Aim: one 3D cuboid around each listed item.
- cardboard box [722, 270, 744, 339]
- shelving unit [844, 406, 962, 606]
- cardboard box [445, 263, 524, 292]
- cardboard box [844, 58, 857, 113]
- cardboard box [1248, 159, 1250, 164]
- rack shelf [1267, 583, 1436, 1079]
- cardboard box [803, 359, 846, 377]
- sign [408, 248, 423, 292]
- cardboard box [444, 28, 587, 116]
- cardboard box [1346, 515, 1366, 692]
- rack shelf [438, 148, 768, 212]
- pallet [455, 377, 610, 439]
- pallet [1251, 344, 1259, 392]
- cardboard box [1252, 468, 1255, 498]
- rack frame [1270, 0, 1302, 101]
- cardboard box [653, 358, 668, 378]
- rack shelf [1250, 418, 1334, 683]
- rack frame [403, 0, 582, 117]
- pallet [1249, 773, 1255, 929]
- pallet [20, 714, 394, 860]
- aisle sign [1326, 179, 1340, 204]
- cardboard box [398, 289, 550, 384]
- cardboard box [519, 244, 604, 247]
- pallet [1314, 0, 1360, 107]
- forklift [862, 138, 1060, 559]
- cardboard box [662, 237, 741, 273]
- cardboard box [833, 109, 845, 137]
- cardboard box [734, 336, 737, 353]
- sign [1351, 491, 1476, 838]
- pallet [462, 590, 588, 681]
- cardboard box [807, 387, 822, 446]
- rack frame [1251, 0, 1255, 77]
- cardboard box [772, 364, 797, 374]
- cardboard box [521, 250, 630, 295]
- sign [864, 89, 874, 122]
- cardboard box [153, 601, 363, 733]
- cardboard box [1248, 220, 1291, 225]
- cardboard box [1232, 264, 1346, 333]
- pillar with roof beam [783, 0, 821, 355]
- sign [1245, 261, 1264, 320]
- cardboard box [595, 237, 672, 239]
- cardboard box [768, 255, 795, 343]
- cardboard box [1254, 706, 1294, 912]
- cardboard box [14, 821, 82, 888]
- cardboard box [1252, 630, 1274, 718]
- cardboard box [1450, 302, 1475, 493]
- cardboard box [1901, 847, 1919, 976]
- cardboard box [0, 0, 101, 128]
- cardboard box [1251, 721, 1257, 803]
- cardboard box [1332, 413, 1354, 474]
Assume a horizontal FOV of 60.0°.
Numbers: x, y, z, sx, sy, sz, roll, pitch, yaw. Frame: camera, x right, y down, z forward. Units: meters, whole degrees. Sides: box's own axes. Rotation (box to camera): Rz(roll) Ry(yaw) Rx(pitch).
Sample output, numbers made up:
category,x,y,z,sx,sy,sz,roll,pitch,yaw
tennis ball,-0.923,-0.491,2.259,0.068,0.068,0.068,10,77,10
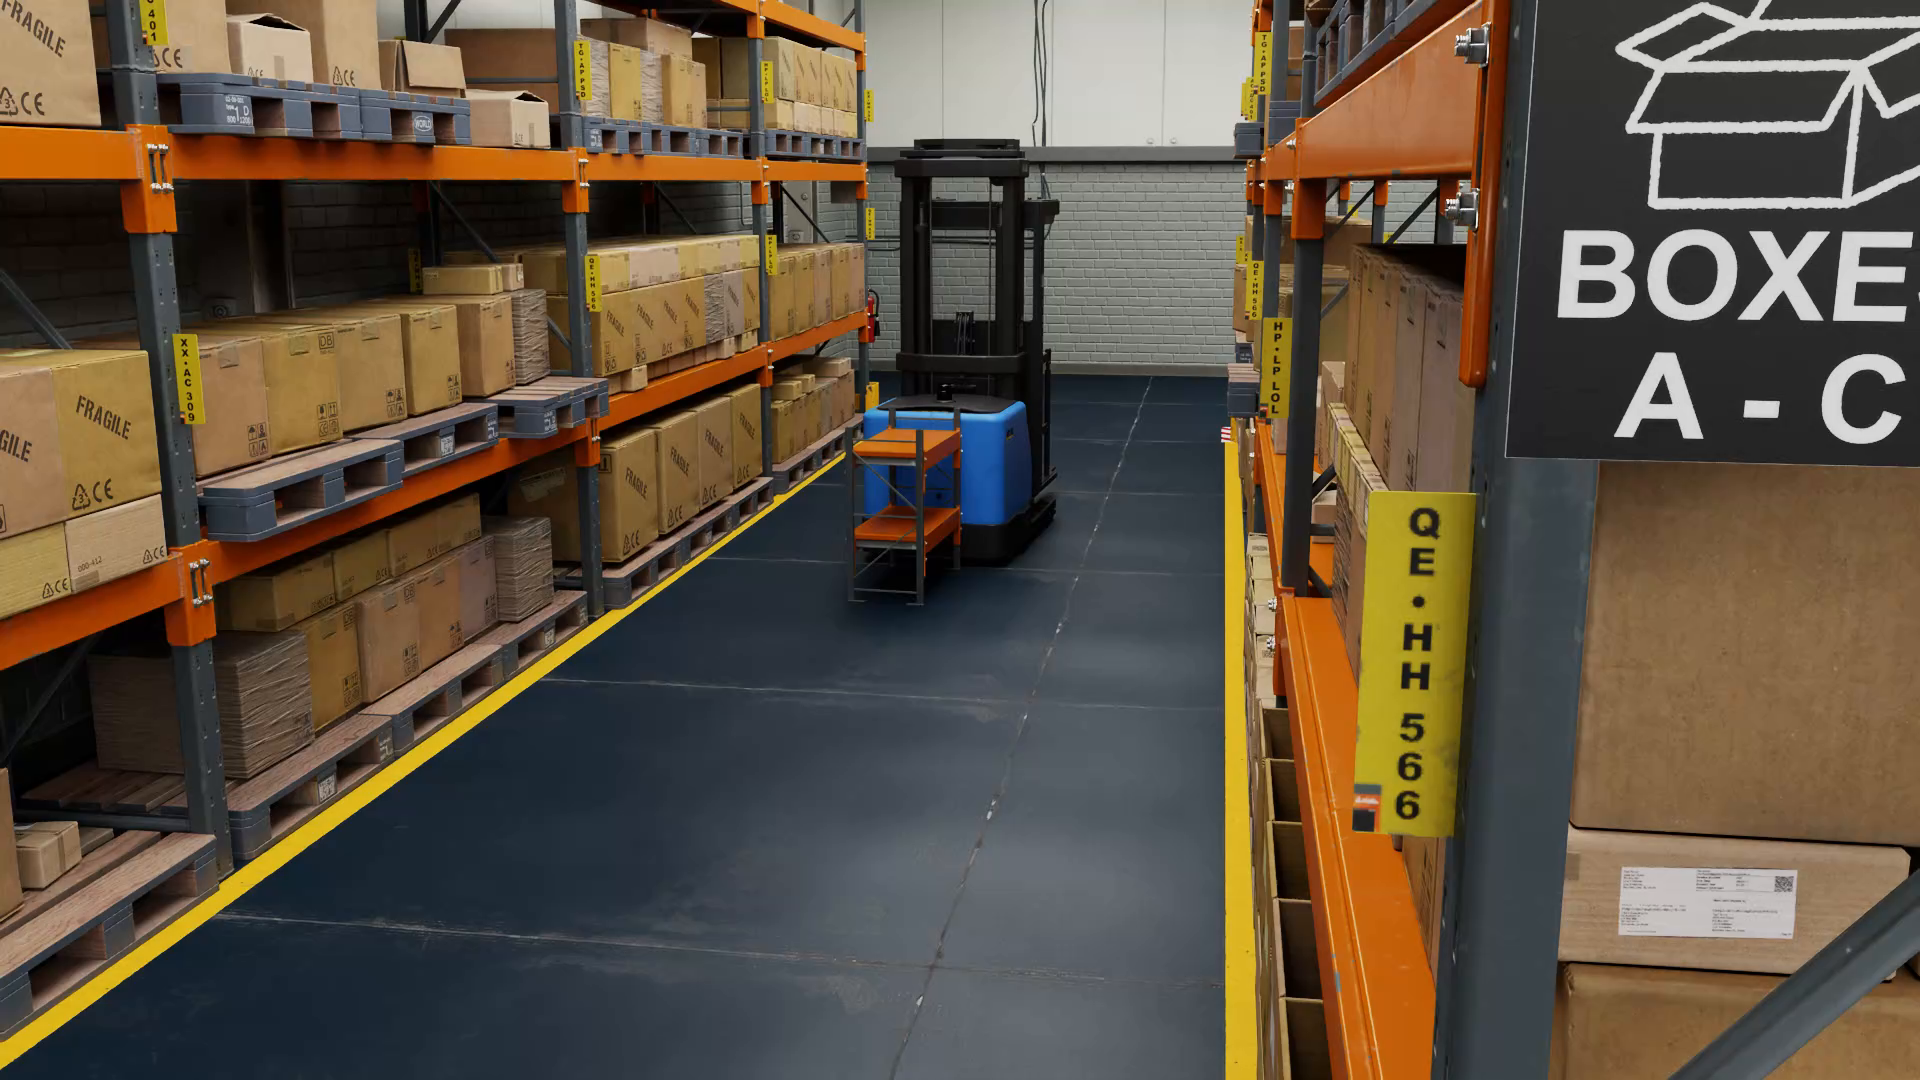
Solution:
category,x,y,z,sx,sy,sz,roll,pitch,yaw
cardboard box,-1.989,-1.832,12.884,0.500,0.500,0.500,2,12,9
shelving unit,-0.358,-0.252,10.993,0.538,1.125,1.048,3,12,13
cardboard box,-2.737,-1.514,9.579,0.380,0.149,0.250,0,12,1
cardboard box,-1.326,-4.524,16.588,0.500,0.500,0.500,2,12,8
cardboard box,2.992,-3.702,15.789,0.500,0.250,0.500,2,12,9
rack shelf,1.259,0.754,3.581,1.077,0.370,4.000,2,12,9
cardboard box,-1.370,-1.737,16.831,0.380,0.149,0.250,2,12,10
sign,-3.262,-1.590,10.001,0.100,0.325,0.005,2,12,9
cardboard box,-2.697,-2.837,10.138,0.700,0.500,0.500,1,12,4
cardboard box,1.430,0.140,4.487,0.700,0.500,0.500,2,12,8
rack shelf,-2.406,-2.537,11.734,1.077,0.370,4.000,2,12,9
pallet,-2.718,-0.761,9.358,1.213,0.211,1.003,2,12,9
pallet,2.476,-1.158,11.201,1.003,0.211,1.213,2,12,9
cardboard box,2.098,-0.420,10.433,0.500,0.250,0.500,2,12,11
rack frame,2.182,-3.779,8.669,1.000,3.000,0.127,2,12,9
cardboard box,-2.264,-1.223,11.597,0.380,0.149,0.250,2,12,10
rack shelf,1.874,-0.078,7.445,1.077,0.370,4.000,2,12,9
rack frame,-2.713,-3.939,9.410,1.000,3.000,0.127,2,12,9
pallet,1.641,1.195,6.449,1.003,0.211,1.213,2,12,9
pallet,-3.210,1.027,7.225,1.003,0.211,1.213,2,12,9
aisle sign,3.725,-3.787,16.775,0.394,0.787,0.004,2,12,9
cardboard box,-2.776,-1.172,9.530,0.700,0.500,0.500,0,12,2
cardboard box,-2.735,-1.894,11.391,0.500,0.250,0.500,2,12,7
pallet,1.461,-1.258,4.303,1.003,0.211,1.213,2,12,9
forklift,0.145,-1.562,12.783,1.130,2.935,3.031,3,12,13
cardboard box,-2.005,-2.198,12.801,0.500,0.250,0.500,2,12,10
cardboard box,-1.412,-4.049,16.165,0.500,0.250,0.500,1,12,7
cardboard box,-1.970,-1.541,13.071,0.380,0.149,0.250,2,12,10
sign,0.417,0.117,1.522,0.100,0.325,0.005,2,12,9
pallet,-2.835,0.520,9.582,1.003,0.211,1.213,2,12,9
cardboard box,-1.720,-1.186,15.812,0.700,0.500,0.500,2,12,10
rack frame,3.412,-5.444,16.397,1.000,3.000,0.127,2,12,9
cardboard box,-1.825,-1.645,16.403,0.380,0.149,0.250,2,12,9
cardboard box,-2.384,-1.669,10.347,0.500,0.250,0.500,2,12,10
sign,-0.949,-4.512,17.274,0.100,0.325,0.005,2,12,9
cardboard box,-3.202,0.570,7.616,0.700,0.500,0.500,2,12,8
cardboard box,2.773,-2.542,14.558,0.500,0.500,0.500,2,12,9
cardboard box,2.503,-1.842,12.686,0.700,0.500,0.500,-2,12,-10
pillar with roof beam,2.331,-6.055,19.229,9.100,9.000,0.400,2,12,9
sign,1.644,-1.389,9.260,0.100,0.325,0.005,2,12,9
cardboard box,-2.500,-2.213,12.872,0.500,0.250,0.500,2,12,9
cardboard box,-1.999,-2.098,14.396,0.980,0.700,0.700,2,12,10
cardboard box,1.186,0.845,5.203,0.500,0.500,0.500,2,12,9
cardboard box,-3.381,1.109,5.910,0.380,0.166,0.250,0,12,1
cardboard box,1.499,0.545,7.043,0.500,0.311,0.500,2,12,8
cardboard box,1.120,-0.082,2.436,0.700,0.500,0.500,2,12,7
cardboard box,1.225,0.378,1.842,0.380,0.149,0.250,2,12,8
cardboard box,-3.162,-1.585,5.323,0.500,0.500,0.500,2,12,10
cardboard box,1.424,0.924,6.615,0.500,0.250,0.500,2,12,8
cardboard box,1.296,-0.278,4.886,0.380,0.149,0.250,2,12,9
